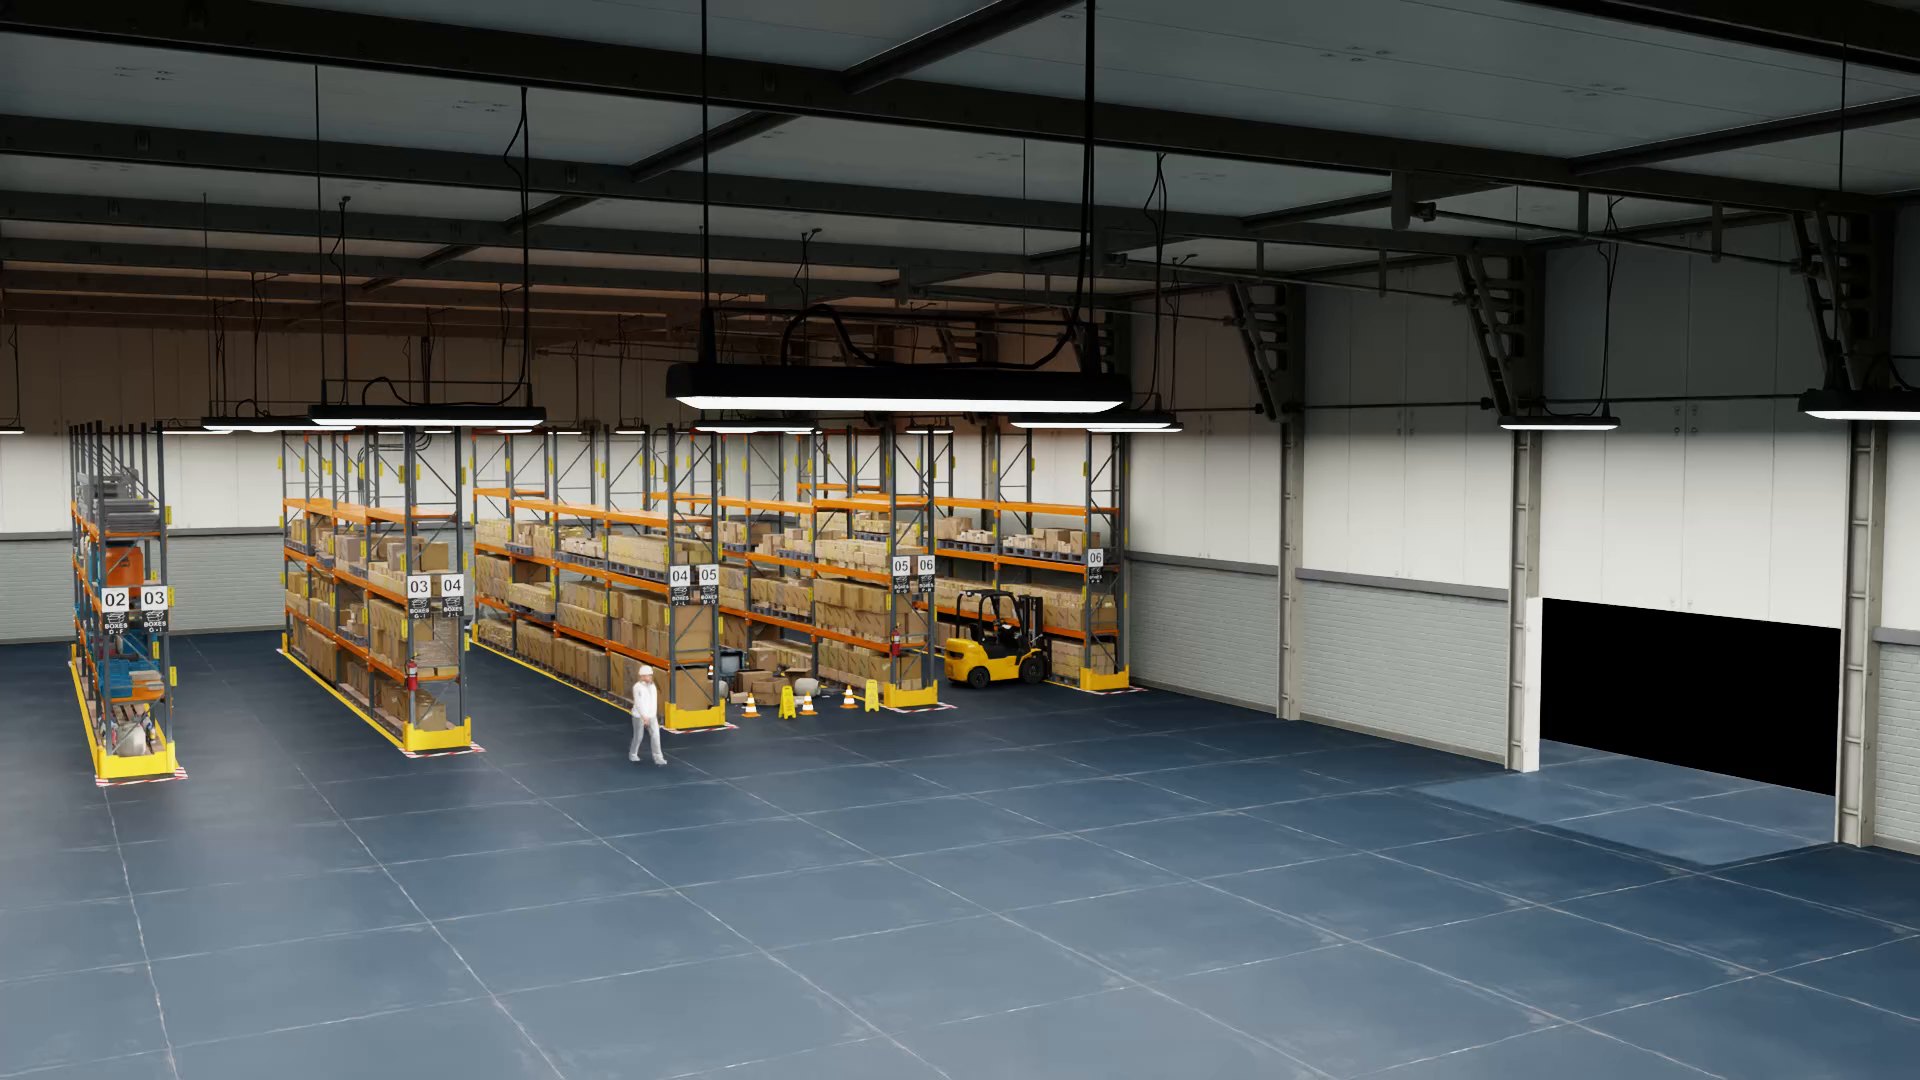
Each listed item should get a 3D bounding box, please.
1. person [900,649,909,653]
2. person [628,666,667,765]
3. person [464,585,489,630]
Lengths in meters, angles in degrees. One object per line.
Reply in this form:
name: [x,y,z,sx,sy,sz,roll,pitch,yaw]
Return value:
person: [-1.394,2.483,39.774,0.461,1.598,0.724,-3,5,-40]
person: [-5.448,3.051,29.047,0.537,1.710,1.015,-3,5,-45]
person: [-14.320,1.851,49.375,0.910,1.644,0.476,-3,5,-40]
